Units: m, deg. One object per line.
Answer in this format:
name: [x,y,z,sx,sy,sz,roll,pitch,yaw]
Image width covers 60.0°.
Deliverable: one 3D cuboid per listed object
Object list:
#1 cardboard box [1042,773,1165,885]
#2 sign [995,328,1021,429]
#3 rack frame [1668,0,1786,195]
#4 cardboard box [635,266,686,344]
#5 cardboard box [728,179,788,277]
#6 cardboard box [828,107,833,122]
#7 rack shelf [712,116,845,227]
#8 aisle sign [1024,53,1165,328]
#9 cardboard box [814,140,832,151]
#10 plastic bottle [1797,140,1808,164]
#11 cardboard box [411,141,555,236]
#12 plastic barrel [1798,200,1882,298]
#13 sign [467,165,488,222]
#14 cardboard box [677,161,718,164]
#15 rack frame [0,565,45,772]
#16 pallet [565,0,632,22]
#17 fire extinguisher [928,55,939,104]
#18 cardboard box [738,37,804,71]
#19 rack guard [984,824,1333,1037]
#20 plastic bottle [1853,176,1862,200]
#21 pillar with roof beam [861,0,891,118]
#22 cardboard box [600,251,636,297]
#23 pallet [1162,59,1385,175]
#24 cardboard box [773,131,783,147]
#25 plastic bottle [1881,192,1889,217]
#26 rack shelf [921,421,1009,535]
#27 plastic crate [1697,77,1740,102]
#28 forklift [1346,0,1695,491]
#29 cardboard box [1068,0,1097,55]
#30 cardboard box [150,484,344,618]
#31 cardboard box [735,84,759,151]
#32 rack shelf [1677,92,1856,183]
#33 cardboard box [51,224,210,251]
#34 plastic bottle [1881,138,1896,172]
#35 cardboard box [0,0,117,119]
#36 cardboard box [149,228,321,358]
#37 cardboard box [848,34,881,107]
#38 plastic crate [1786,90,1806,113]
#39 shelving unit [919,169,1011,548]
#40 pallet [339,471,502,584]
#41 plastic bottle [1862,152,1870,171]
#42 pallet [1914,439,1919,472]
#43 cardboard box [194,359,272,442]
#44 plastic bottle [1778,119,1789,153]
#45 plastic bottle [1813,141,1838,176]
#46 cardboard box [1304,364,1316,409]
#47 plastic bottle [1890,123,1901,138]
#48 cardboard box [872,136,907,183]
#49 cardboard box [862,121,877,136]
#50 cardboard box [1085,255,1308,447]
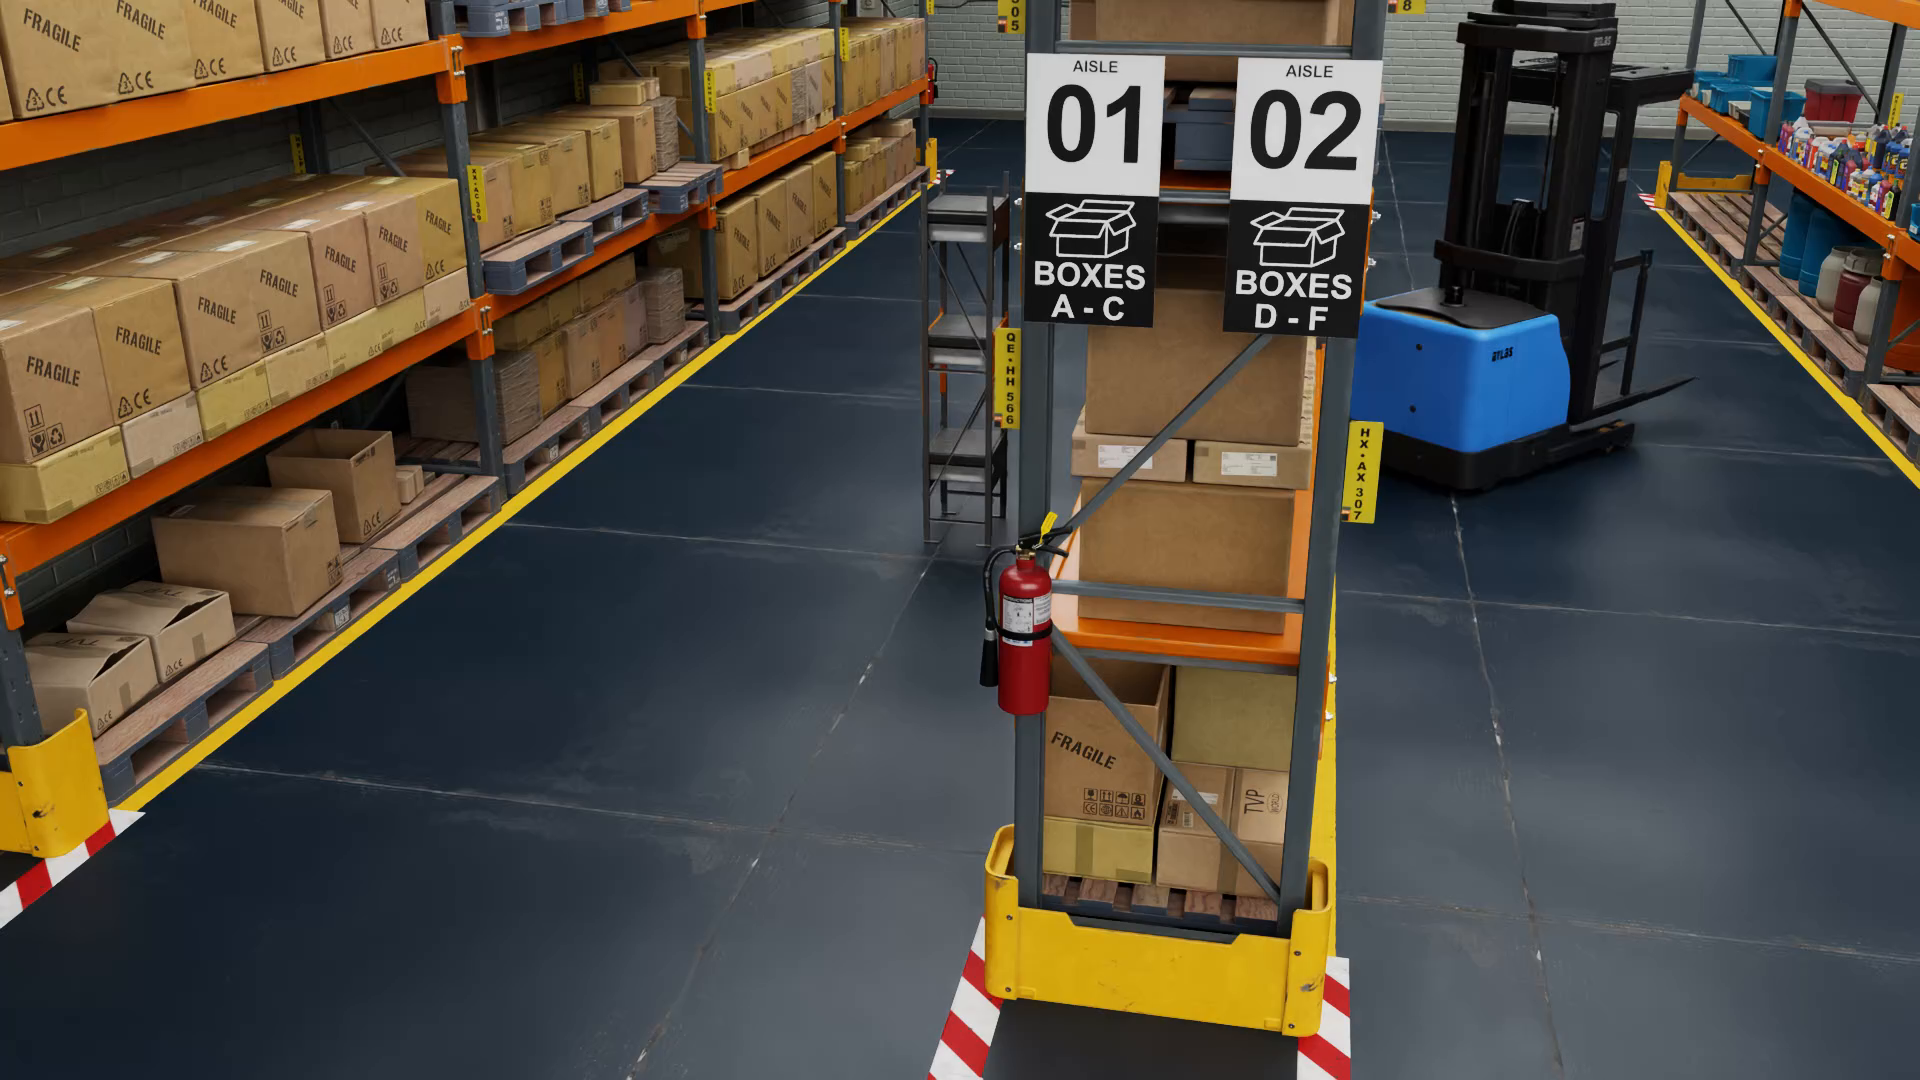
cardboard box: [0.508,1.049,6.351,0.500,0.250,0.500,4,22,11]
sign: [0.159,-0.506,5.228,0.100,0.325,0.005,4,22,11]
rack frame: [8.801,-5.285,18.961,1.000,3.000,0.127,4,22,11]
cardboard box: [-2.626,-1.892,13.293,0.700,0.500,0.500,5,22,12]
cardboard box: [-2.067,-2.891,15.332,0.750,0.750,0.750,4,22,11]
cardboard box: [-1.506,-4.325,16.887,0.380,0.149,0.250,5,22,11]
rack shelf: [-2.122,-3.512,15.522,1.077,0.370,4.000,4,22,11]
aisle sign: [0.387,-1.017,4.883,0.394,0.787,0.004,4,22,11]
cardboard box: [-1.526,-4.431,18.755,0.380,0.149,0.250,4,22,9]
plastic bottle: [7.372,-3.380,14.497,0.097,0.201,0.097,0,22,0]
cardboard box: [-3.088,-2.289,10.800,0.700,0.500,0.500,7,23,16]
plastic barrel: [7.713,-2.587,14.509,0.600,0.901,0.708,4,22,11]
sign: [-2.813,-2.015,9.682,0.100,0.325,0.005,4,22,11]
cardboard box: [-2.236,-3.110,13.870,0.380,0.149,0.250,4,22,10]
rack frame: [-4.162,-0.189,6.307,1.000,3.000,0.127,4,22,11]
pallet: [-2.907,-3.553,10.897,1.213,0.211,1.003,4,22,11]
fire extinguisher: [-0.415,-5.851,20.970,0.296,0.674,0.183,4,22,11]
cardboard box: [-1.777,-4.556,15.588,0.500,0.250,0.500,5,22,12]
rack guard: [0.683,1.356,5.818,1.175,0.500,0.348,4,22,11]
plastic bottle: [7.021,-2.751,12.935,0.097,0.201,0.097,0,22,0]
pillar with roof beam: [3.021,-9.548,21.516,9.100,9.000,0.400,4,22,11]
cardboard box: [-2.804,-2.036,12.647,0.500,0.250,0.500,5,22,12]
pallet: [0.857,-1.420,5.466,1.003,0.211,1.213,4,22,11]
cardboard box: [-1.873,-3.767,15.502,0.380,0.149,0.250,5,23,13]
plastic bottle: [6.875,-2.488,12.283,0.097,0.201,0.097,0,22,0]
rack shelf: [0.034,-0.373,9.878,0.431,0.518,0.480,4,22,11]
plastic crate: [8.294,-4.929,18.222,0.416,0.233,0.300,4,22,11]
forklift: [4.023,-2.100,11.144,3.031,2.935,1.130,-17,27,-35]
cardboard box: [0.665,-1.835,5.831,0.500,0.250,0.500,4,22,11]
cardboard box: [-3.618,0.047,8.478,0.700,0.500,0.500,3,22,8]
cardboard box: [-2.064,-3.657,14.360,0.500,0.500,0.500,5,23,13]
rack shelf: [8.393,-4.220,17.279,1.077,0.370,4.000,4,22,11]
cardboard box: [-3.958,-1.222,8.042,0.500,0.500,0.500,5,22,12]
plastic bottle: [7.917,-3.278,14.151,0.097,0.271,0.097,0,22,0]
cardboard box: [-3.705,-1.933,6.462,0.500,0.500,0.500,6,23,14]
cardboard box: [-3.455,-1.186,7.954,0.500,0.500,0.500,5,23,13]
cardboard box: [-1.433,-5.180,18.299,0.980,0.700,0.700,4,22,10]
plastic crate: [8.477,-4.339,16.692,0.437,0.282,0.530,4,22,11]
shelving unit: [0.034,-1.035,9.612,0.431,2.100,0.503,4,22,11]
pallet: [-3.449,-0.110,9.844,1.003,0.211,1.213,4,22,11]
plastic bottle: [7.246,-2.960,13.345,0.061,0.283,0.133,4,22,11]
pallet: [6.721,-0.341,10.417,1.003,0.211,1.213,4,22,11]
cardboard box: [-3.550,-0.660,7.650,0.500,0.250,0.500,4,22,10]
plastic bottle: [7.492,-3.667,15.098,0.061,0.283,0.133,4,22,11]
plastic bottle: [7.281,-3.201,13.952,0.152,0.276,0.135,4,22,11]
cardboard box: [1.136,-0.567,6.244,0.380,0.149,0.250,4,22,10]
plastic bottle: [8.118,-3.438,14.441,0.144,0.351,0.185,4,22,11]
cardboard box: [-1.045,-4.629,20.116,0.700,0.500,0.500,4,22,11]
cardboard box: [-1.215,-4.989,20.140,0.380,0.149,0.250,5,22,11]
cardboard box: [0.806,-0.650,5.581,0.700,0.500,0.500,5,22,11]
